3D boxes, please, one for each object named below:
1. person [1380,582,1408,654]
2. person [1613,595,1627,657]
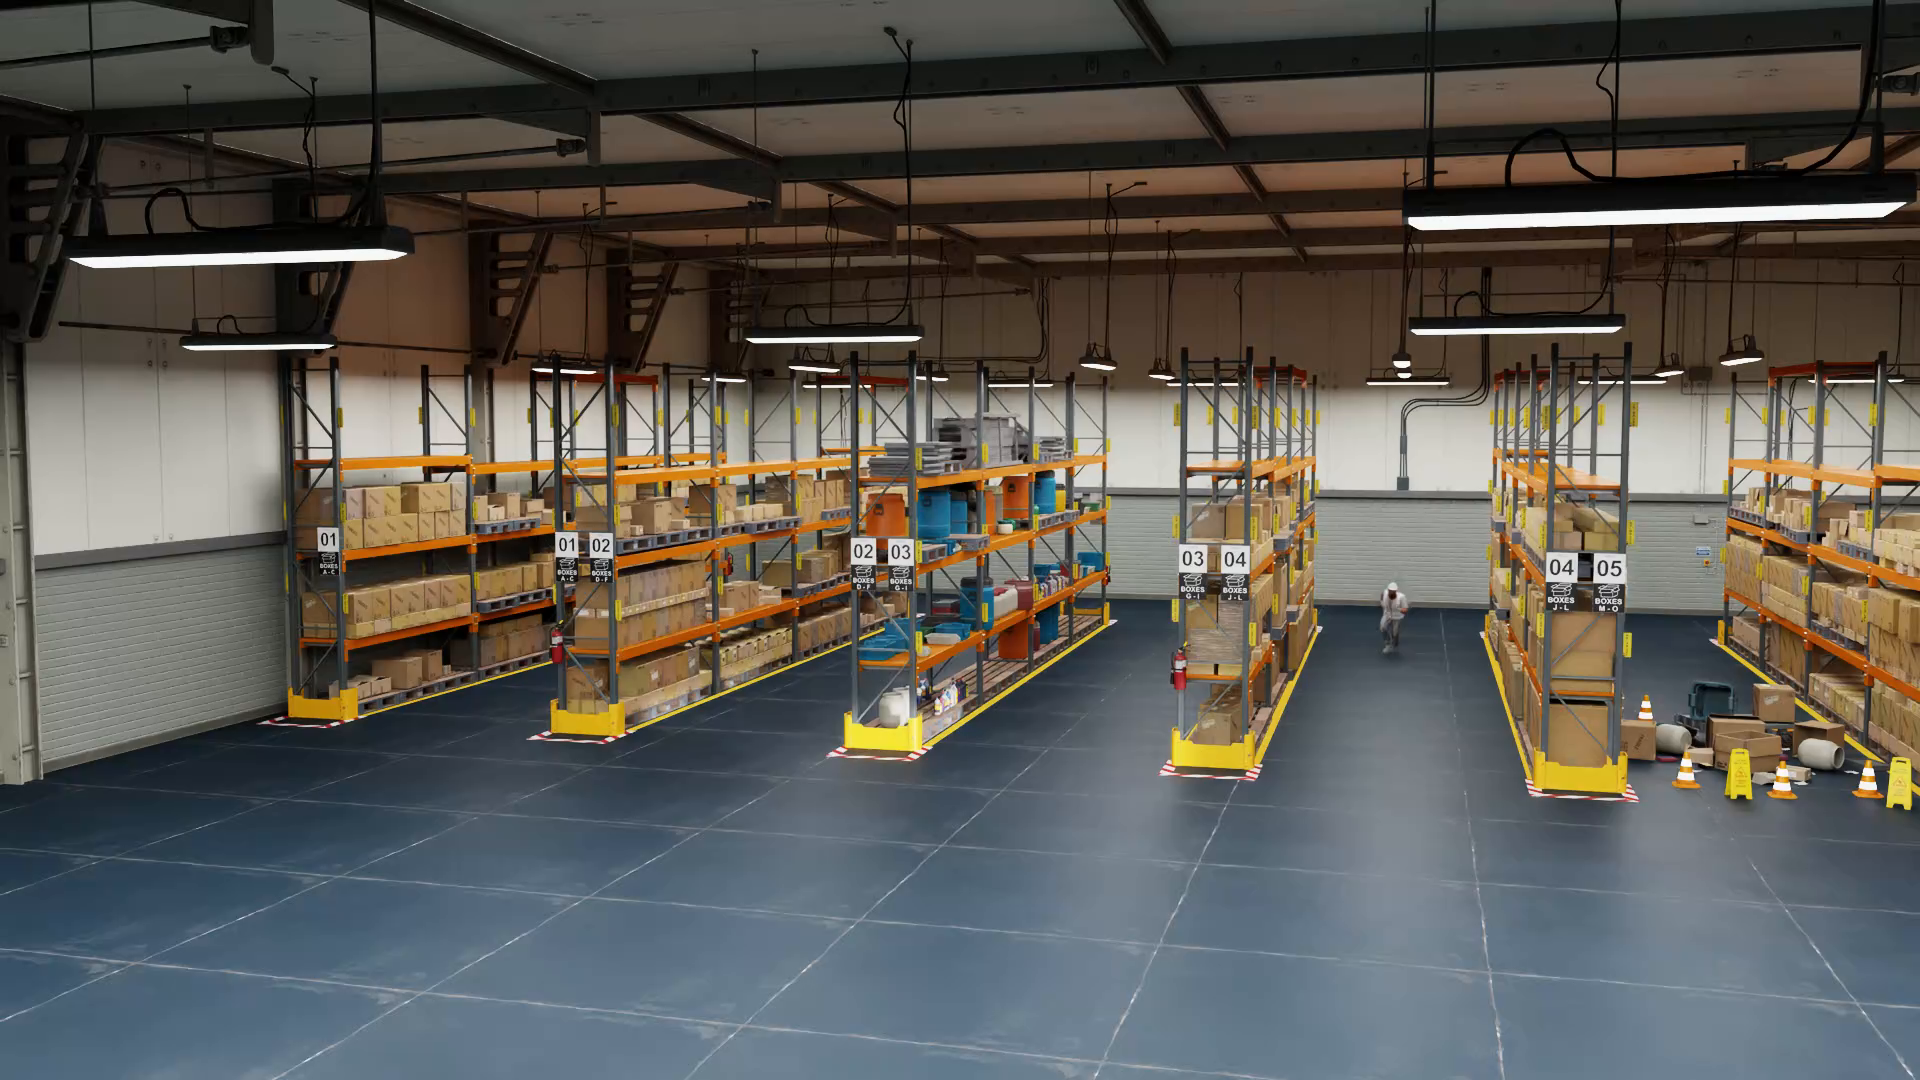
[{"bbox_3d":[9.128,1.628,35.019,0.691,1.543,1.115,2,5,28],"label":"person"},{"bbox_3d":[13.419,1.626,34.198,0.680,1.763,0.882,0,4,6],"label":"person"}]
